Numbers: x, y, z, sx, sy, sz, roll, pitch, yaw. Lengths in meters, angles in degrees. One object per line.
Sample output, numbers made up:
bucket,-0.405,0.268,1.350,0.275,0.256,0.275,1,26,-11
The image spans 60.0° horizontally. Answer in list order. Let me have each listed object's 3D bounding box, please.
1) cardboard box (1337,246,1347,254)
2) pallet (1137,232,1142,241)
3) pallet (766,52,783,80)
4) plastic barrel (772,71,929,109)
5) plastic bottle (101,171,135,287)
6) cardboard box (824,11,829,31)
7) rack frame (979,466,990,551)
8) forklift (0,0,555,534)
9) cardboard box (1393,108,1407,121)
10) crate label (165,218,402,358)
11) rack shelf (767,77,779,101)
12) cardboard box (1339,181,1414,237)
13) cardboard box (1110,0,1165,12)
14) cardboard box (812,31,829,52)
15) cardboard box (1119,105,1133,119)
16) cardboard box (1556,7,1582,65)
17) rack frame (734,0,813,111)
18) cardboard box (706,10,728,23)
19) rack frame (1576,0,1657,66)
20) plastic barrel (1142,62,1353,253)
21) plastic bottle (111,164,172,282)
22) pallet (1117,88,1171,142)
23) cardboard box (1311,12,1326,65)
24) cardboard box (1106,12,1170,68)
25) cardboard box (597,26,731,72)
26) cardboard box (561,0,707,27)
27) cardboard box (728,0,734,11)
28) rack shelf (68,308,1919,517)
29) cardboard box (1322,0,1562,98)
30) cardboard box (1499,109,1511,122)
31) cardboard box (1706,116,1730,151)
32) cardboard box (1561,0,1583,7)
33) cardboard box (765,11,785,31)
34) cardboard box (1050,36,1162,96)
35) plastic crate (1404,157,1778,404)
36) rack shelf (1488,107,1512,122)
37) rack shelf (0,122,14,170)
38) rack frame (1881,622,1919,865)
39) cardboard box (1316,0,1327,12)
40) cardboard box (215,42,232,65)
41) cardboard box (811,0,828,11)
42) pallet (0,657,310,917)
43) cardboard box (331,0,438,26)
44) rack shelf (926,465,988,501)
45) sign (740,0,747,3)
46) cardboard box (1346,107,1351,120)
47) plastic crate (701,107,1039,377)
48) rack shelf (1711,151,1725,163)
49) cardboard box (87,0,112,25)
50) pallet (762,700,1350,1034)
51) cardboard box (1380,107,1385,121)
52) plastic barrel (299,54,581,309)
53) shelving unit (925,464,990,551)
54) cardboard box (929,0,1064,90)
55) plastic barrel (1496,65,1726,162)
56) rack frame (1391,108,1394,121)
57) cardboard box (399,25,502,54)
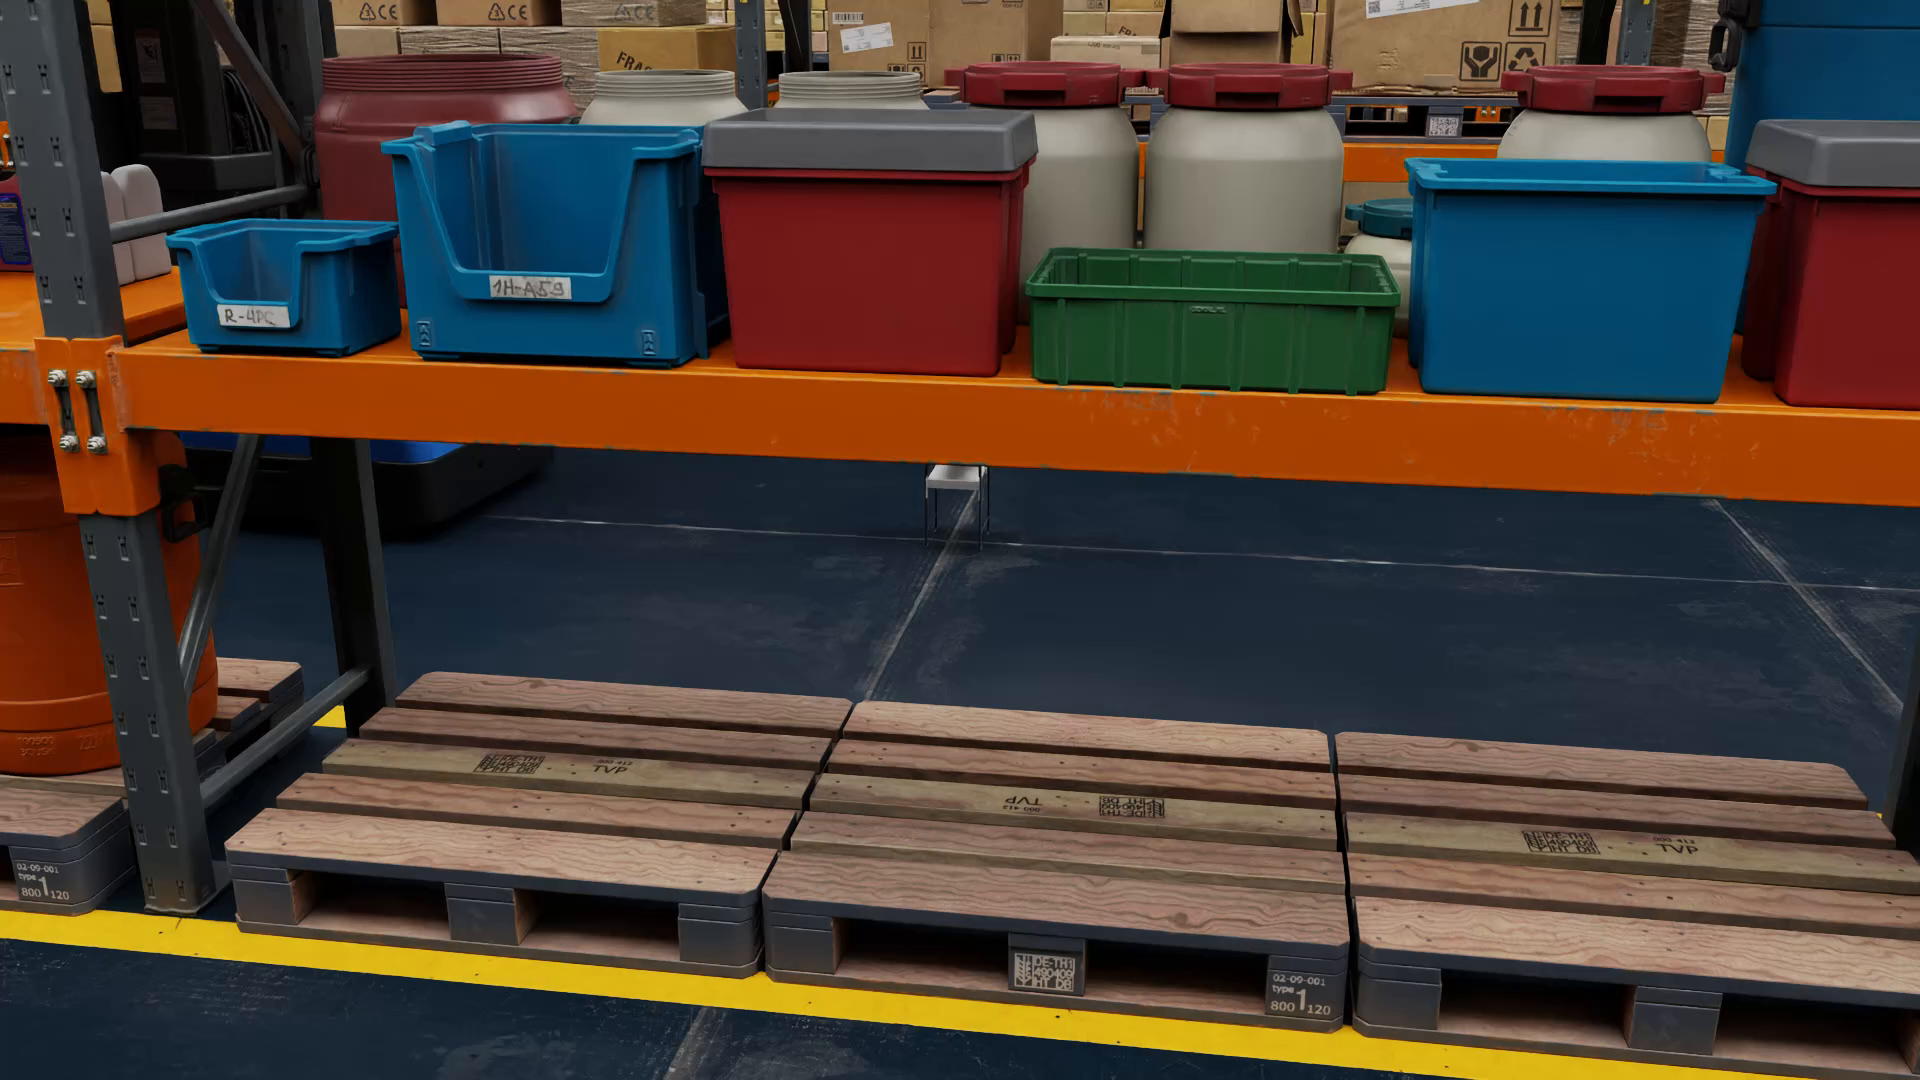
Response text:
cardboard box,1.957,-1.170,8.318,0.500,0.500,0.700,3,19,8
pallet,1.933,-2.381,13.088,1.213,0.211,1.003,3,19,9
pallet,-1.996,-3.825,13.310,1.213,0.211,1.003,3,19,9
plastic barrel,-0.241,-0.776,3.718,0.421,0.512,0.421,0,18,0
plastic bottle,-2.107,-0.745,3.999,0.135,0.276,0.152,3,19,9
cardboard box,-0.859,-3.945,12.633,0.250,0.149,0.380,4,19,11
rack frame,0.092,-0.422,6.146,0.006,0.900,0.240,3,19,9
forklift,-3.306,-1.649,6.613,3.031,2.935,1.130,5,19,14
cardboard box,4.347,-3.798,15.674,0.500,0.500,0.500,3,19,9
crate label,-1.350,-0.511,3.366,0.416,0.233,0.303,3,19,9
rack shelf,-2.009,-3.589,13.435,4.000,0.370,1.077,3,19,9
cardboard box,3.287,-2.763,12.718,0.750,0.750,1.050,3,19,8
cardboard box,1.413,-4.275,12.619,0.500,0.500,0.700,3,19,8
cardboard box,-1.094,-3.816,12.715,0.250,0.149,0.380,3,19,10
cardboard box,2.048,-5.978,22.522,0.625,0.625,0.875,4,19,10
cardboard box,4.281,-3.684,12.351,0.550,0.550,0.875,3,19,9
rack frame,-0.921,-2.280,8.391,0.127,3.000,1.000,3,19,9
cardboard box,-1.869,-3.997,12.786,0.250,0.149,0.380,3,19,10
rack frame,3.028,-2.079,7.790,0.127,3.000,1.000,3,19,9
plastic barrel,0.608,-0.746,3.590,0.433,0.535,0.433,0,18,0
plastic bottle,-2.083,-0.793,4.141,0.135,0.276,0.152,3,19,9
pallet,1.040,-2.103,8.162,1.213,0.211,1.003,3,19,9
cardboard box,2.858,-3.643,12.307,0.500,0.500,0.500,3,19,8
cardboard box,1.366,-3.719,12.534,0.500,0.500,0.500,3,19,9
cardboard box,-1.448,-2.275,8.218,0.500,0.500,0.500,4,19,10
cardboard box,-1.641,-2.845,8.342,0.637,0.503,0.797,4,19,11
cardboard box,-1.599,-4.125,12.701,0.250,0.149,0.380,3,19,9
rack shelf,0.268,-0.287,3.567,4.000,0.370,1.077,3,19,9
cardboard box,2.266,-2.647,7.879,1.000,1.000,1.000,3,19,9
cardboard box,4.525,-2.766,12.529,0.875,0.875,0.875,3,19,9
cardboard box,3.437,-1.838,7.466,0.250,0.149,0.380,3,19,9
cardboard box,4.273,-4.182,12.136,0.550,0.550,0.875,3,19,9
cardboard box,-1.366,-3.971,12.708,0.250,0.149,0.380,3,19,9
cardboard box,0.697,-2.252,7.881,0.500,0.250,0.500,2,19,7
plastic crate,1.104,-0.478,3.029,0.575,0.384,0.392,3,19,9
rack shelf,5.889,-3.186,12.232,4.000,0.370,1.077,3,19,9
rack shelf,-2.896,-2.040,8.806,4.000,0.370,1.077,3,19,9
rack frame,2.243,-0.527,3.152,0.127,3.000,1.000,3,19,9
cardboard box,2.915,-4.198,12.389,0.500,0.500,0.700,3,19,8
cardboard box,-3.466,-2.377,8.523,0.500,0.500,0.500,2,19,7
cardboard box,-1.098,-4.099,12.623,0.250,0.149,0.380,4,19,10
pallet,-2.492,0.567,4.276,1.213,0.211,1.003,3,19,9
cardboard box,-2.947,-2.911,8.537,0.637,0.503,0.797,4,19,10
rack shelf,-0.008,-0.225,6.229,0.200,0.077,0.258,3,19,9
sign,-1.006,-2.656,7.688,0.005,0.325,0.100,3,19,9
cardboard box,4.867,-5.835,22.095,0.625,0.625,0.875,4,19,11
plastic crate,-0.160,-0.582,3.214,0.583,0.464,0.402,3,19,9
rack shelf,5.003,-1.637,7.603,4.000,0.370,1.077,3,19,9
cardboard box,-4.239,-2.975,8.730,0.637,0.503,0.797,2,19,7
pallet,0.253,0.707,3.858,1.213,0.211,1.003,3,19,9
cardboard box,5.895,-5.673,22.203,0.500,0.250,0.500,3,19,9
plastic barrel,-1.201,-0.865,3.946,0.708,0.536,0.600,3,19,9
shelving unit,-0.008,-0.427,6.162,0.210,0.900,0.258,3,19,9
cardboard box,0.185,-2.516,8.275,0.500,0.500,0.700,6,19,17
plastic barrel,1.333,-0.709,3.480,0.433,0.535,0.433,0,18,0
rack frame,4.600,-5.184,17.069,0.127,3.000,1.000,3,19,9
cardboard box,-2.452,-2.327,8.373,0.500,0.500,0.500,2,19,7
